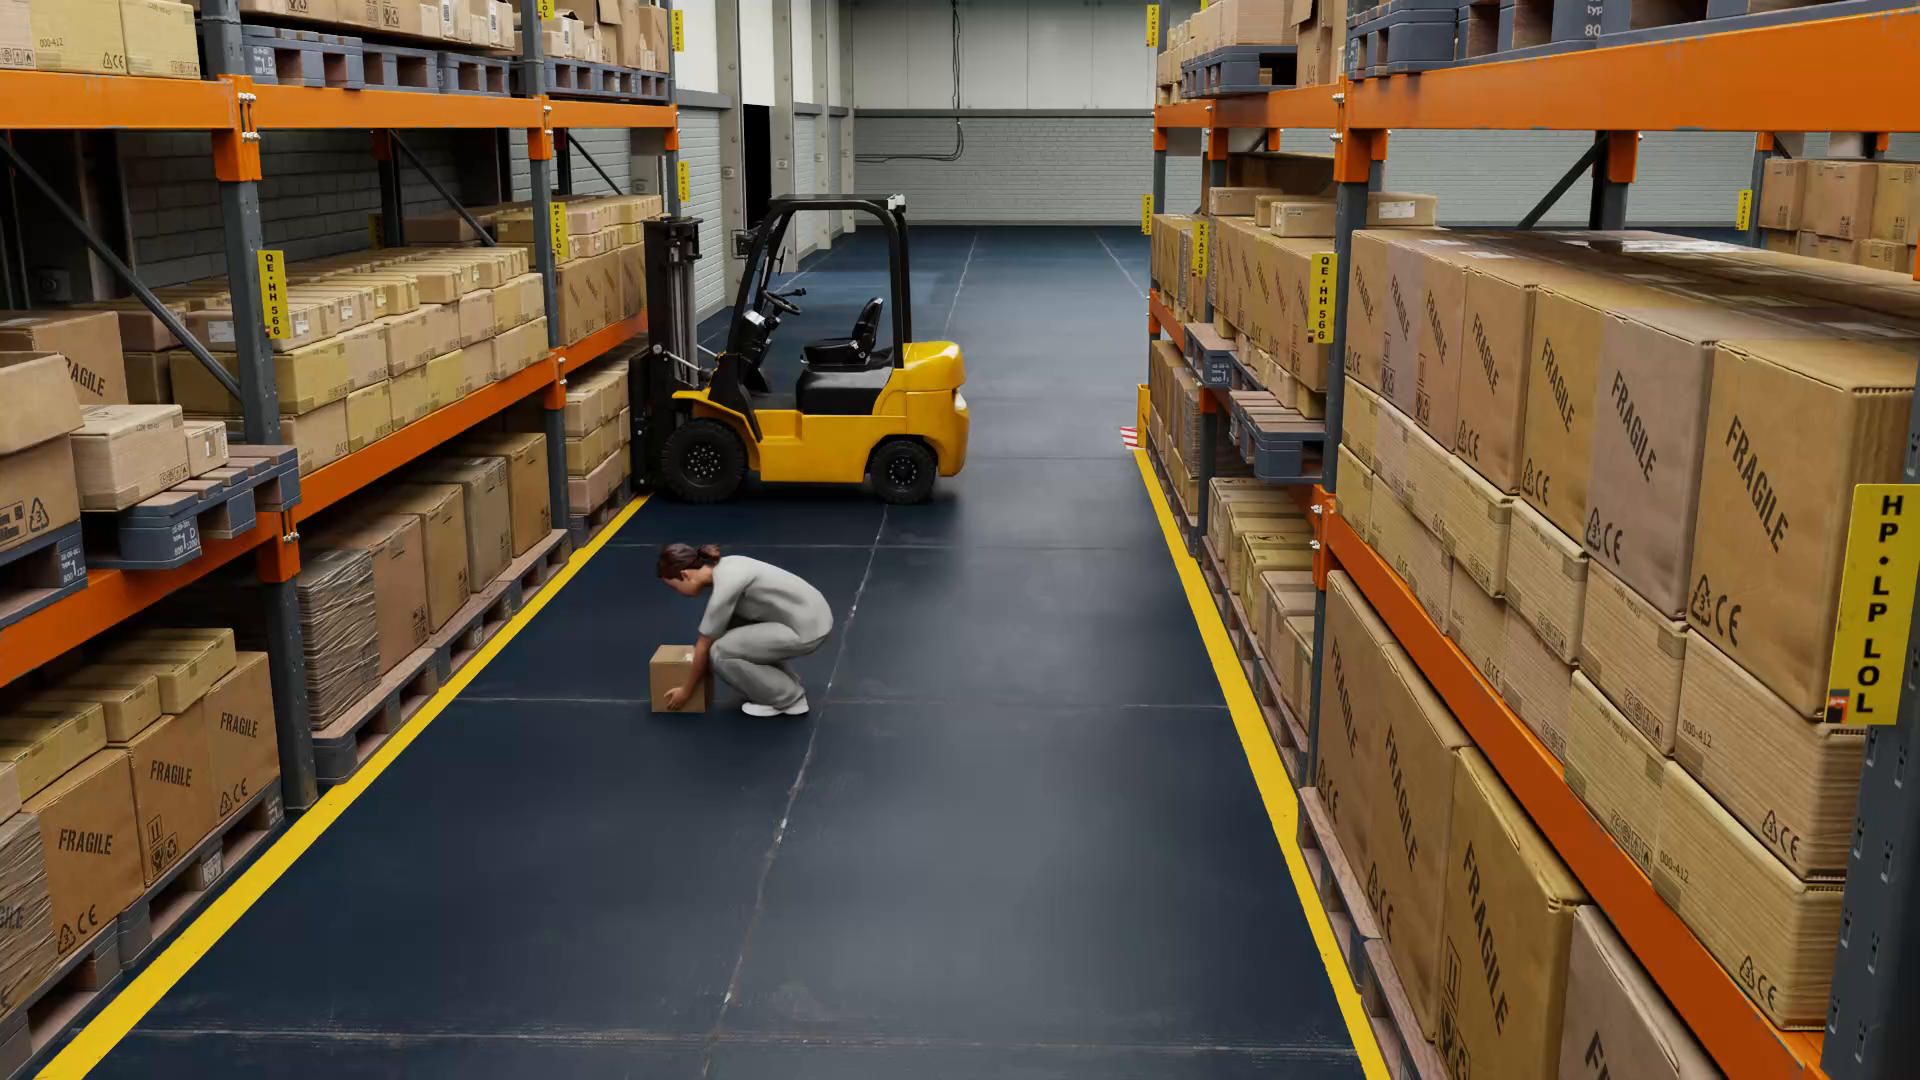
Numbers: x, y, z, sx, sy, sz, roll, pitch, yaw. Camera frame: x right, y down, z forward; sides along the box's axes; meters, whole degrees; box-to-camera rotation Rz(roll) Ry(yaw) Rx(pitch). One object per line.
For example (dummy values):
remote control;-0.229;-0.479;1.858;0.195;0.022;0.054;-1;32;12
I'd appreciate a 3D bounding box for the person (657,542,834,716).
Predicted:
person;-0.991;0.399;7.732;0.803;0.807;0.470;0;14;2
